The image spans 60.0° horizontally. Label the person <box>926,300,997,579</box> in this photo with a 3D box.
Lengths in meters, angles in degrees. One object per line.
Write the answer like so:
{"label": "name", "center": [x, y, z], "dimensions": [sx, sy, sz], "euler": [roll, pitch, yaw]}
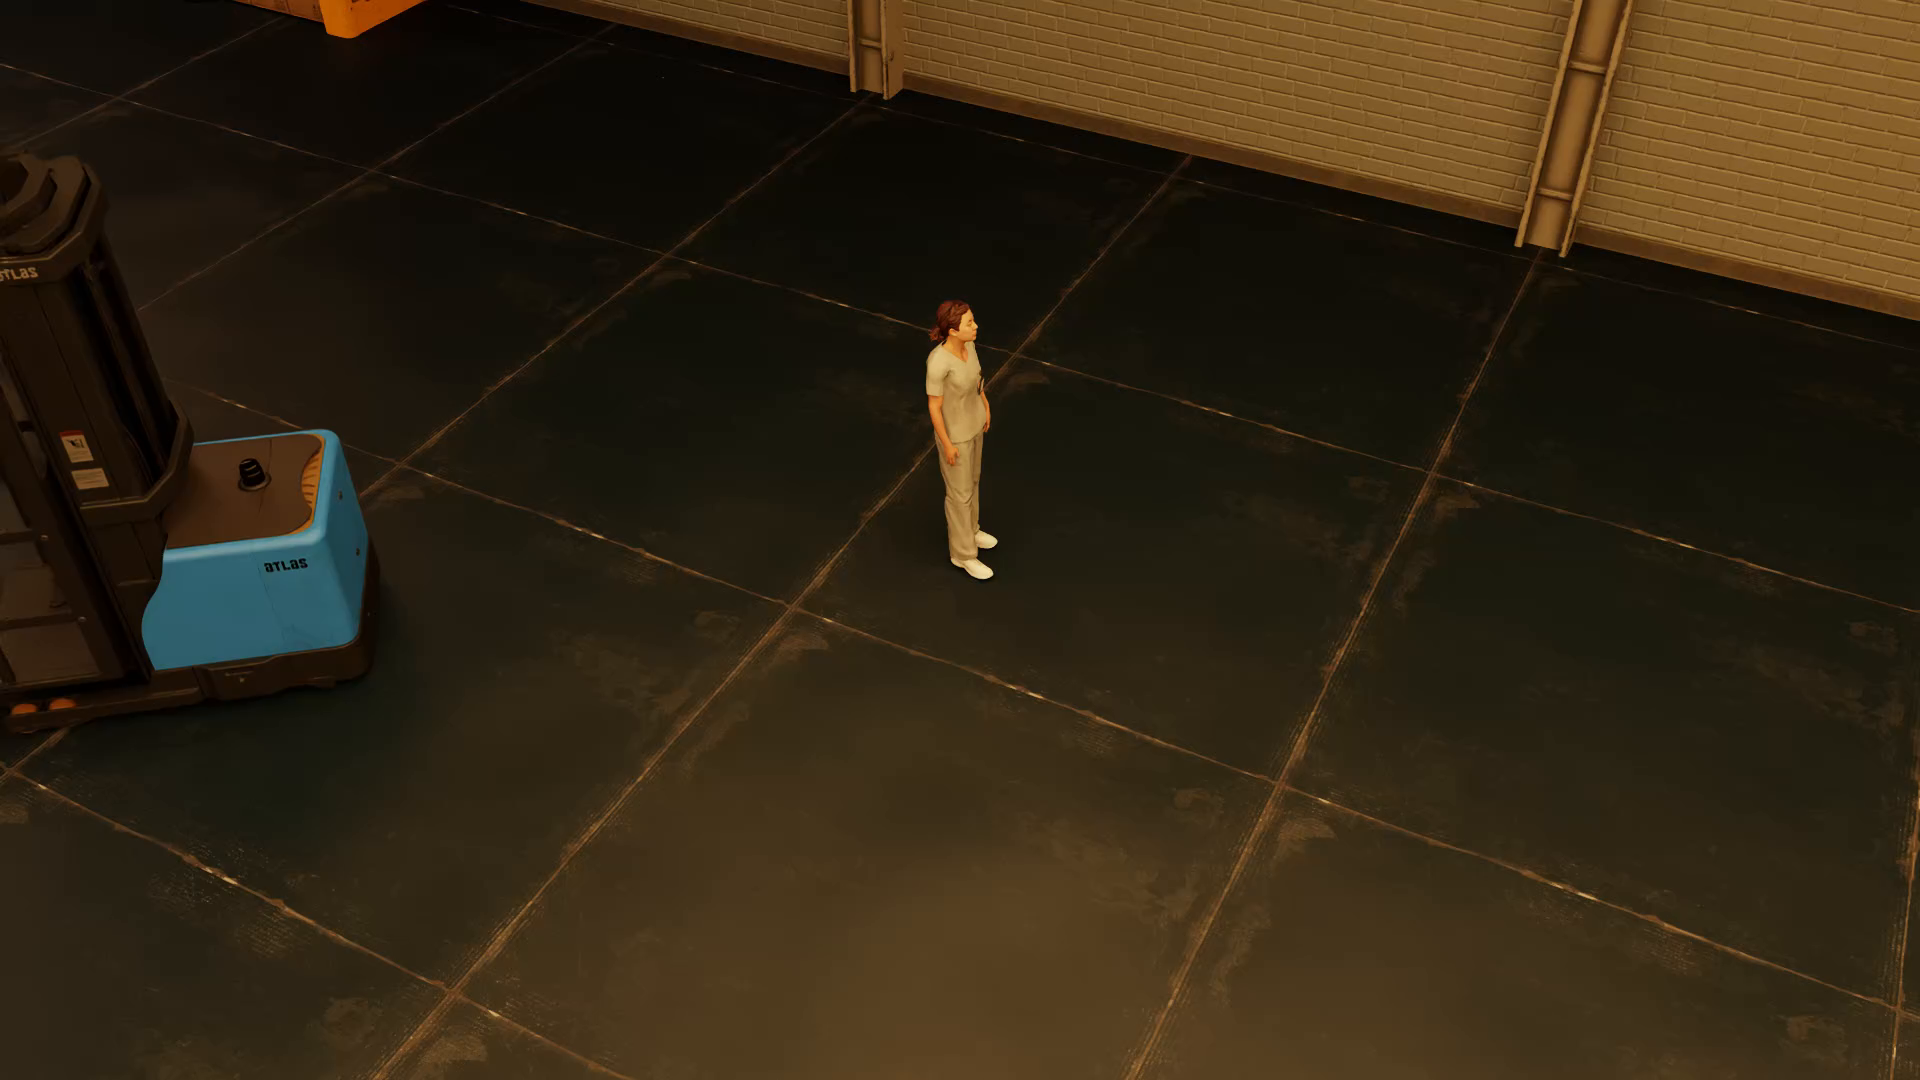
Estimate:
{"label": "person", "center": [0.059, -0.617, 9.682], "dimensions": [0.549, 1.675, 0.549], "euler": [18, 43, 21]}

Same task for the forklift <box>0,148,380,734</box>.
{"label": "forklift", "center": [-4.876, -0.445, 8.515], "dimensions": [3.031, 2.935, 1.130], "euler": [-7, 41, -9]}
